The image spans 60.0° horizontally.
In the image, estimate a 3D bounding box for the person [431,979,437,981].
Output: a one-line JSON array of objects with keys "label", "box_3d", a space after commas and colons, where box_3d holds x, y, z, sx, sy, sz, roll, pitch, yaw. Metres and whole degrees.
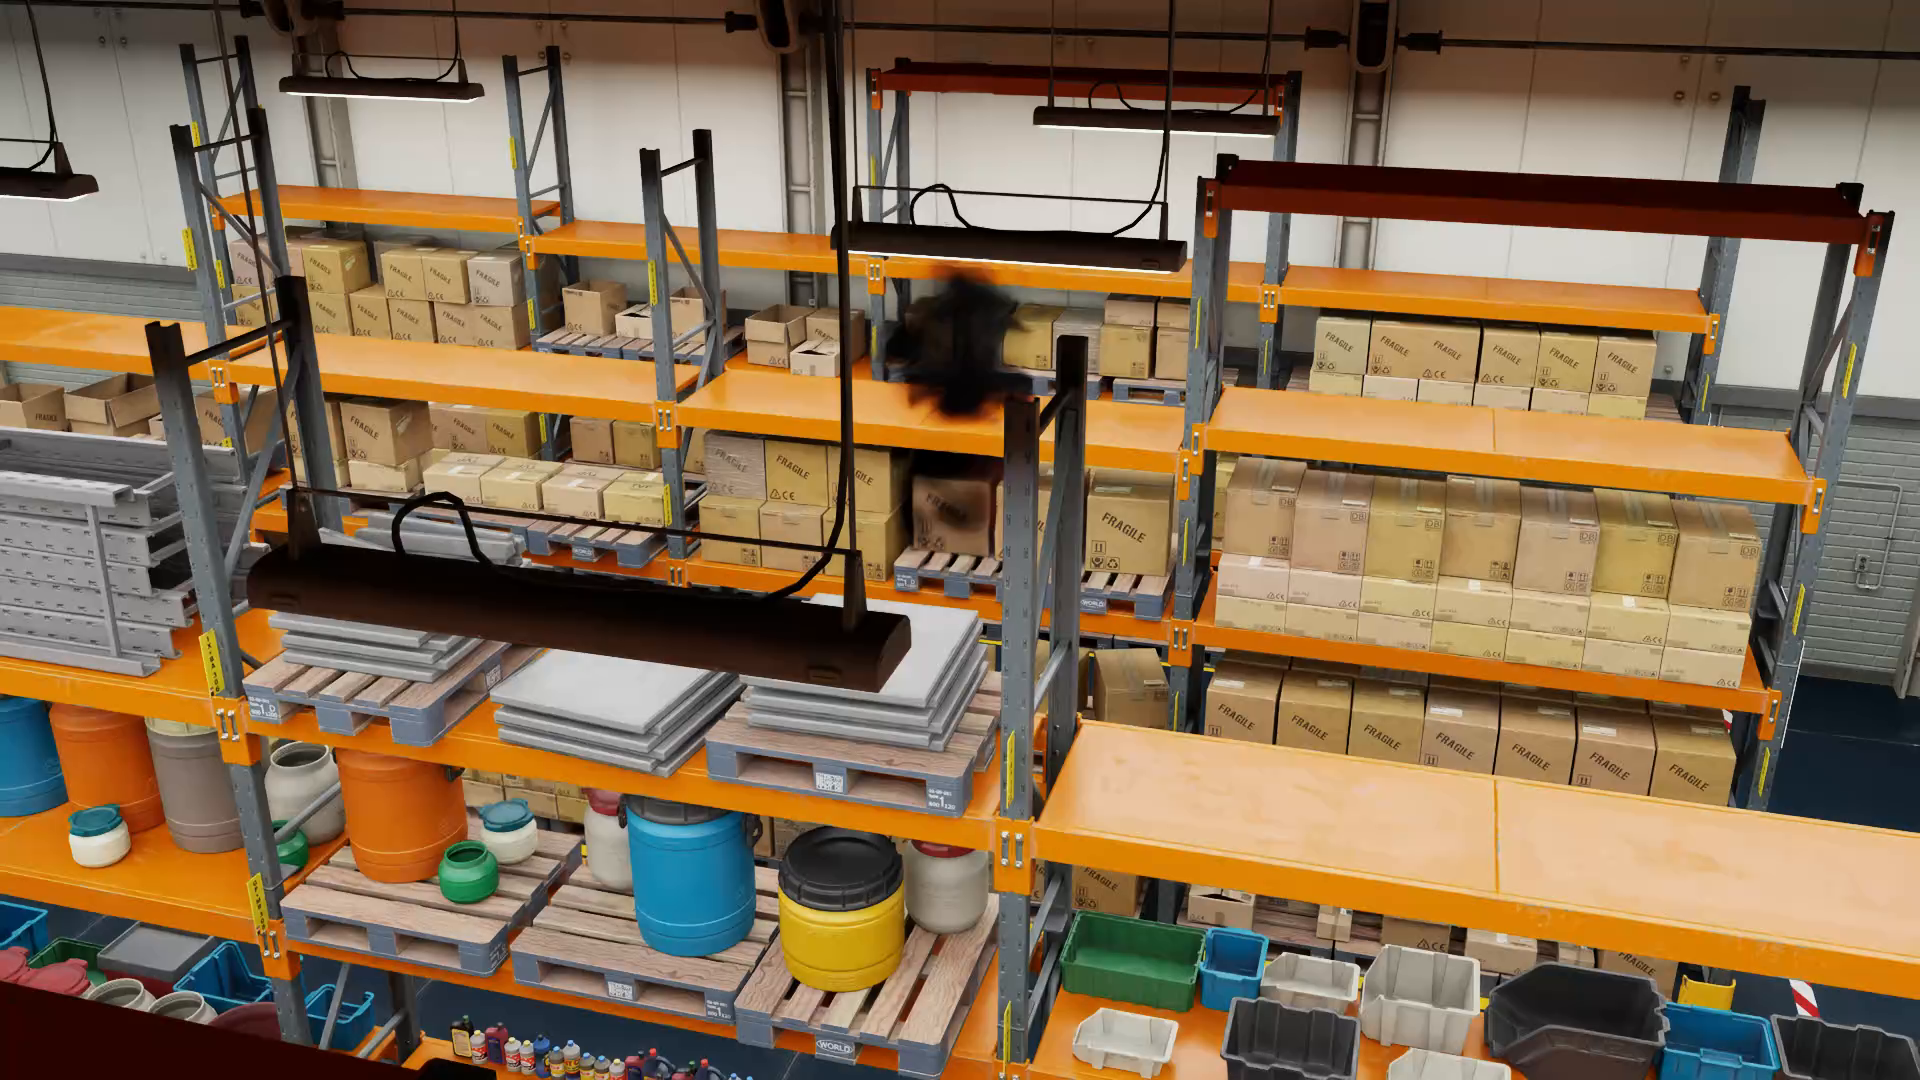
[{"label": "person", "box_3d": [-3.869, 2.549, 12.500, 0.709, 1.696, 0.554, 3, 23, 6]}]
